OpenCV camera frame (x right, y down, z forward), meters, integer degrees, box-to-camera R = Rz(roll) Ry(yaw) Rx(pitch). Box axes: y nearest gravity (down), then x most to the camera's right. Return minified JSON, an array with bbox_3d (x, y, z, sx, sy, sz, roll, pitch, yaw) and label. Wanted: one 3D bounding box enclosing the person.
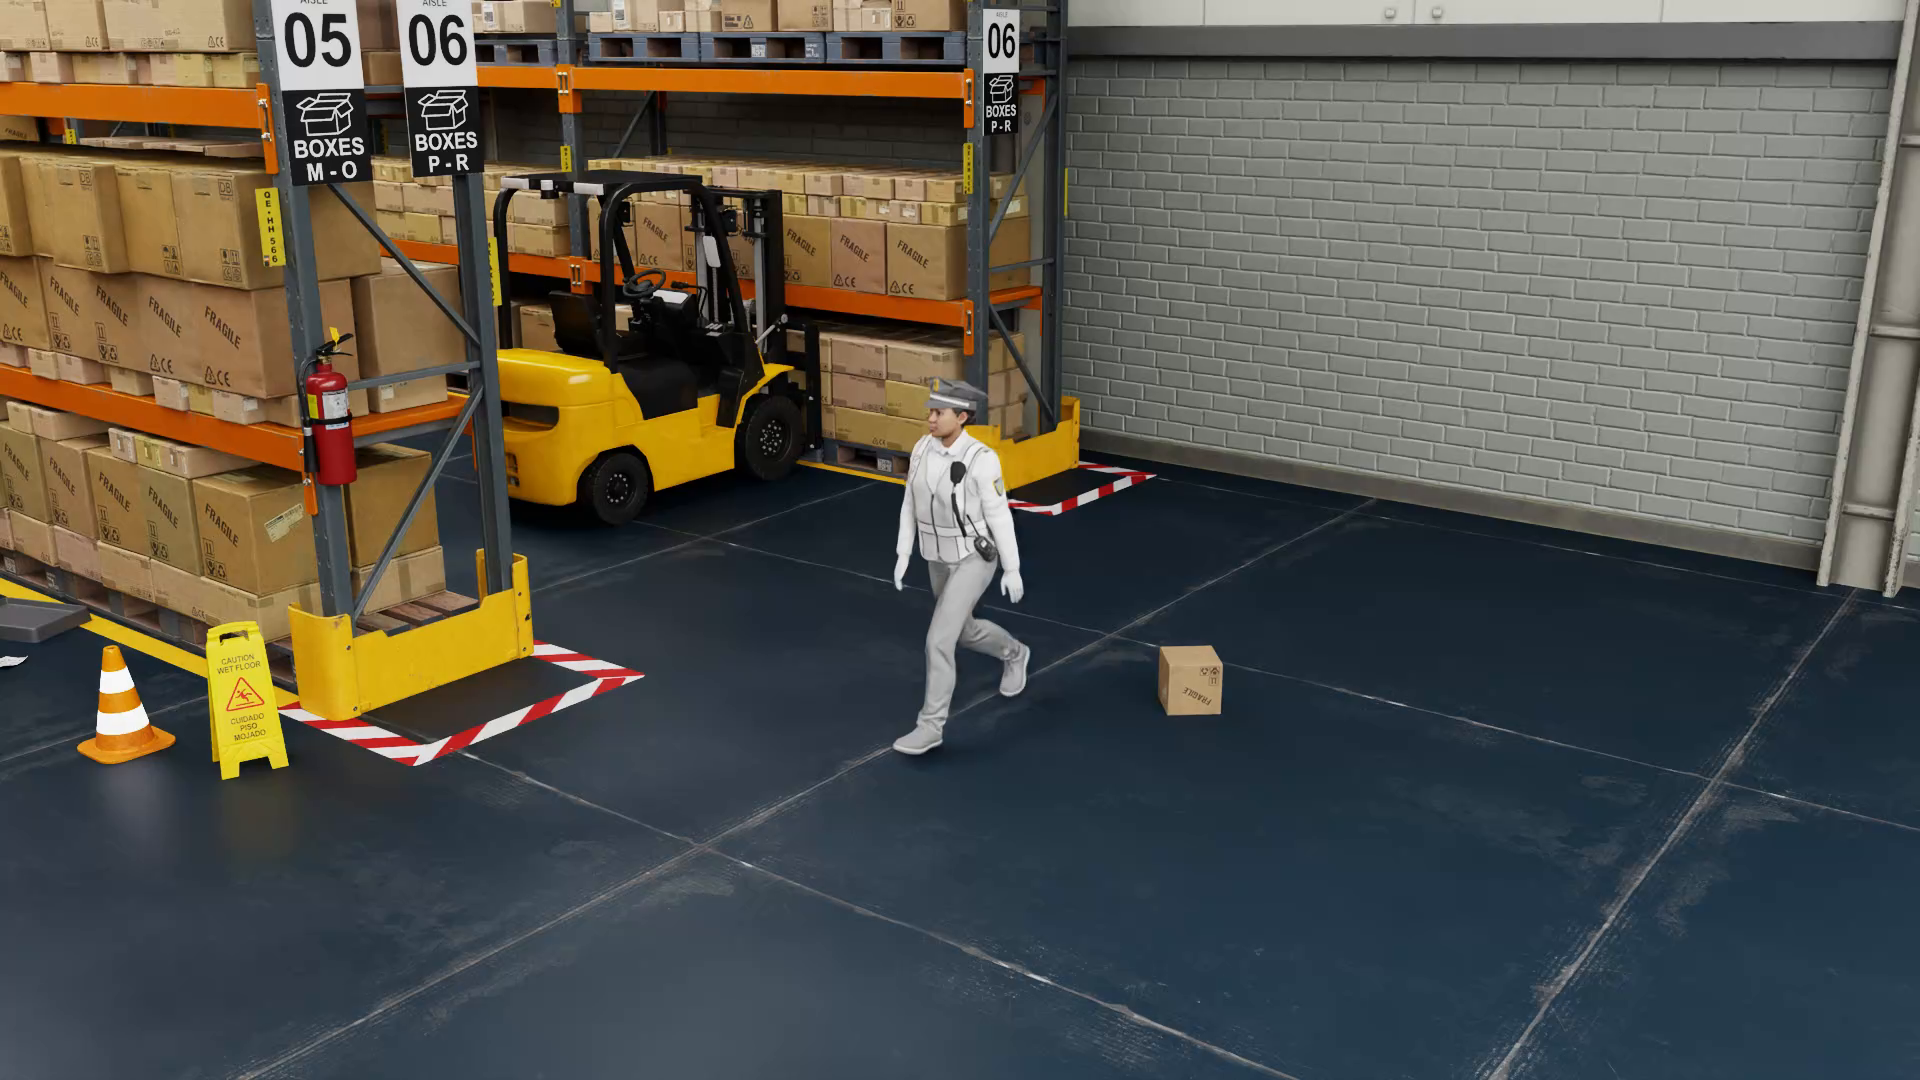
[{"bbox_3d":[0.018,0.057,7.337,0.552,1.628,0.999,15,22,41],"label":"person"}]
